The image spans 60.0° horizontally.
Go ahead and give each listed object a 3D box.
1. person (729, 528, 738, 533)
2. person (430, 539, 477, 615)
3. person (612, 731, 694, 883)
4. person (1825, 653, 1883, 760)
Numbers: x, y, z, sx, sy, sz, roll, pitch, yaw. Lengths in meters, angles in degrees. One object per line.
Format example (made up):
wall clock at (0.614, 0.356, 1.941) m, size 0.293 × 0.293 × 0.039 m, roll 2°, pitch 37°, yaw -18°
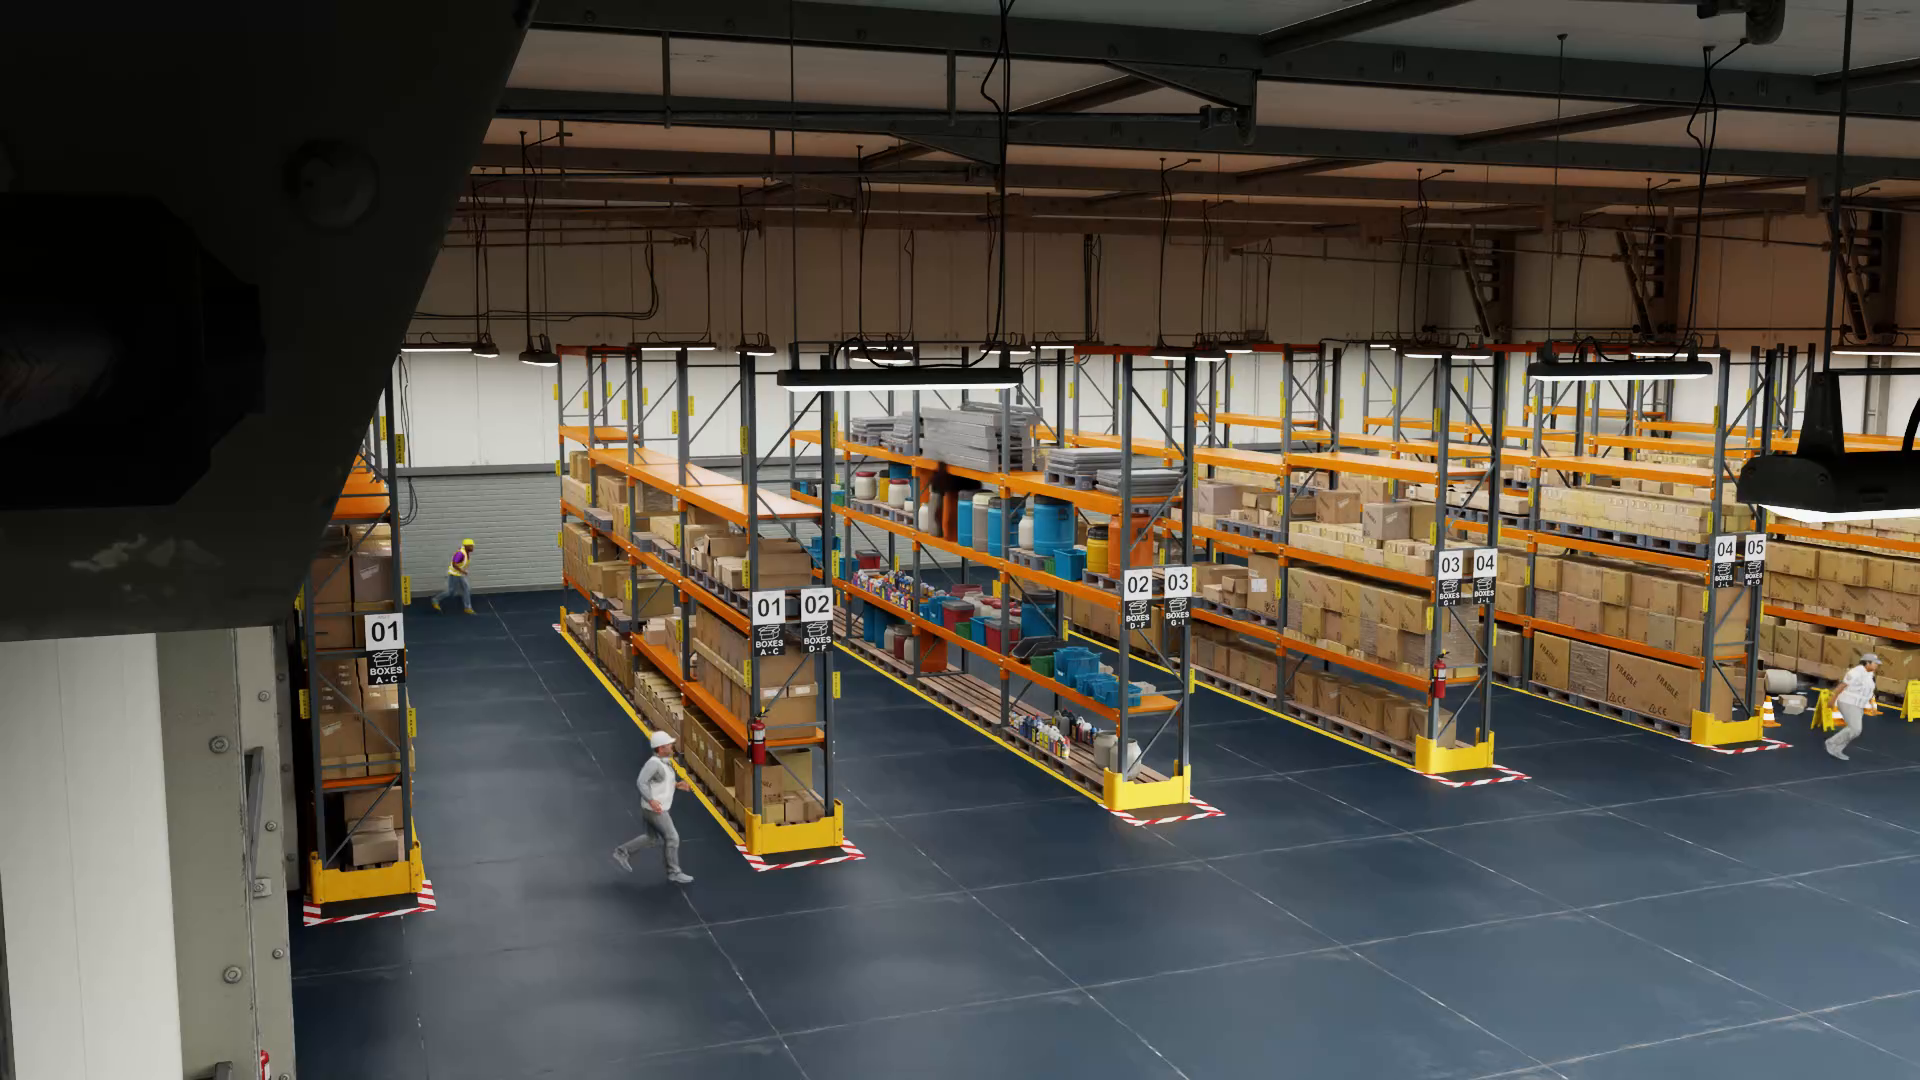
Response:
person at (-5.422, 0.571, 38.865) m, size 0.751 × 1.713 × 0.680 m, roll 2°, pitch 8°, yaw 15°
person at (-11.259, 0.825, 36.952) m, size 1.041 × 1.712 × 0.736 m, roll -1°, pitch 7°, yaw -7°
person at (-3.534, 3.053, 19.028) m, size 0.939 × 1.764 × 0.641 m, roll 0°, pitch 7°, yaw -3°
person at (13.143, 2.446, 24.437) m, size 0.639 × 1.619 × 0.622 m, roll -6°, pitch 9°, yaw -40°
